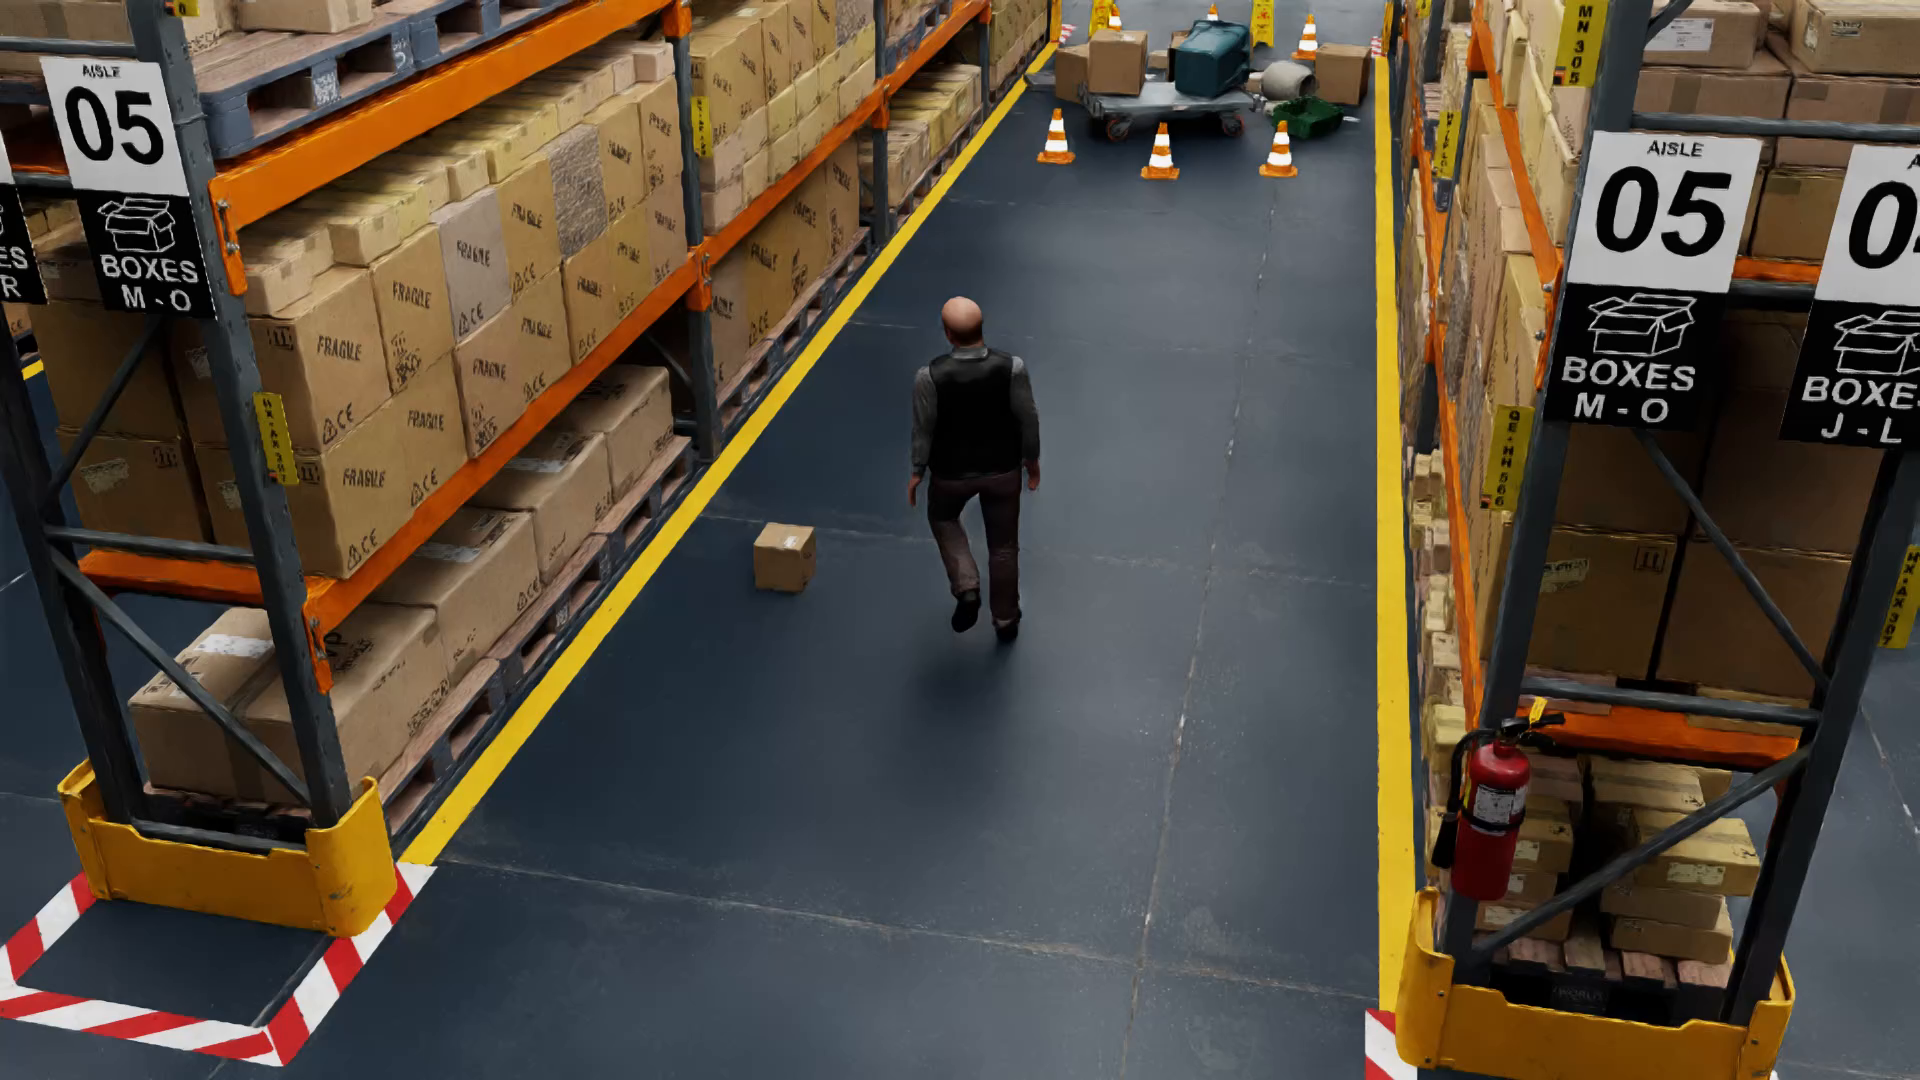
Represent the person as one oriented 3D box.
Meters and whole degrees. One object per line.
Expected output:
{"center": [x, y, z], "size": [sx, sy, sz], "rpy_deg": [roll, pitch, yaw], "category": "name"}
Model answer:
{"center": [0.063, -0.339, 7.729], "size": [0.621, 1.710, 0.473], "rpy_deg": [-2, 29, -3], "category": "person"}
